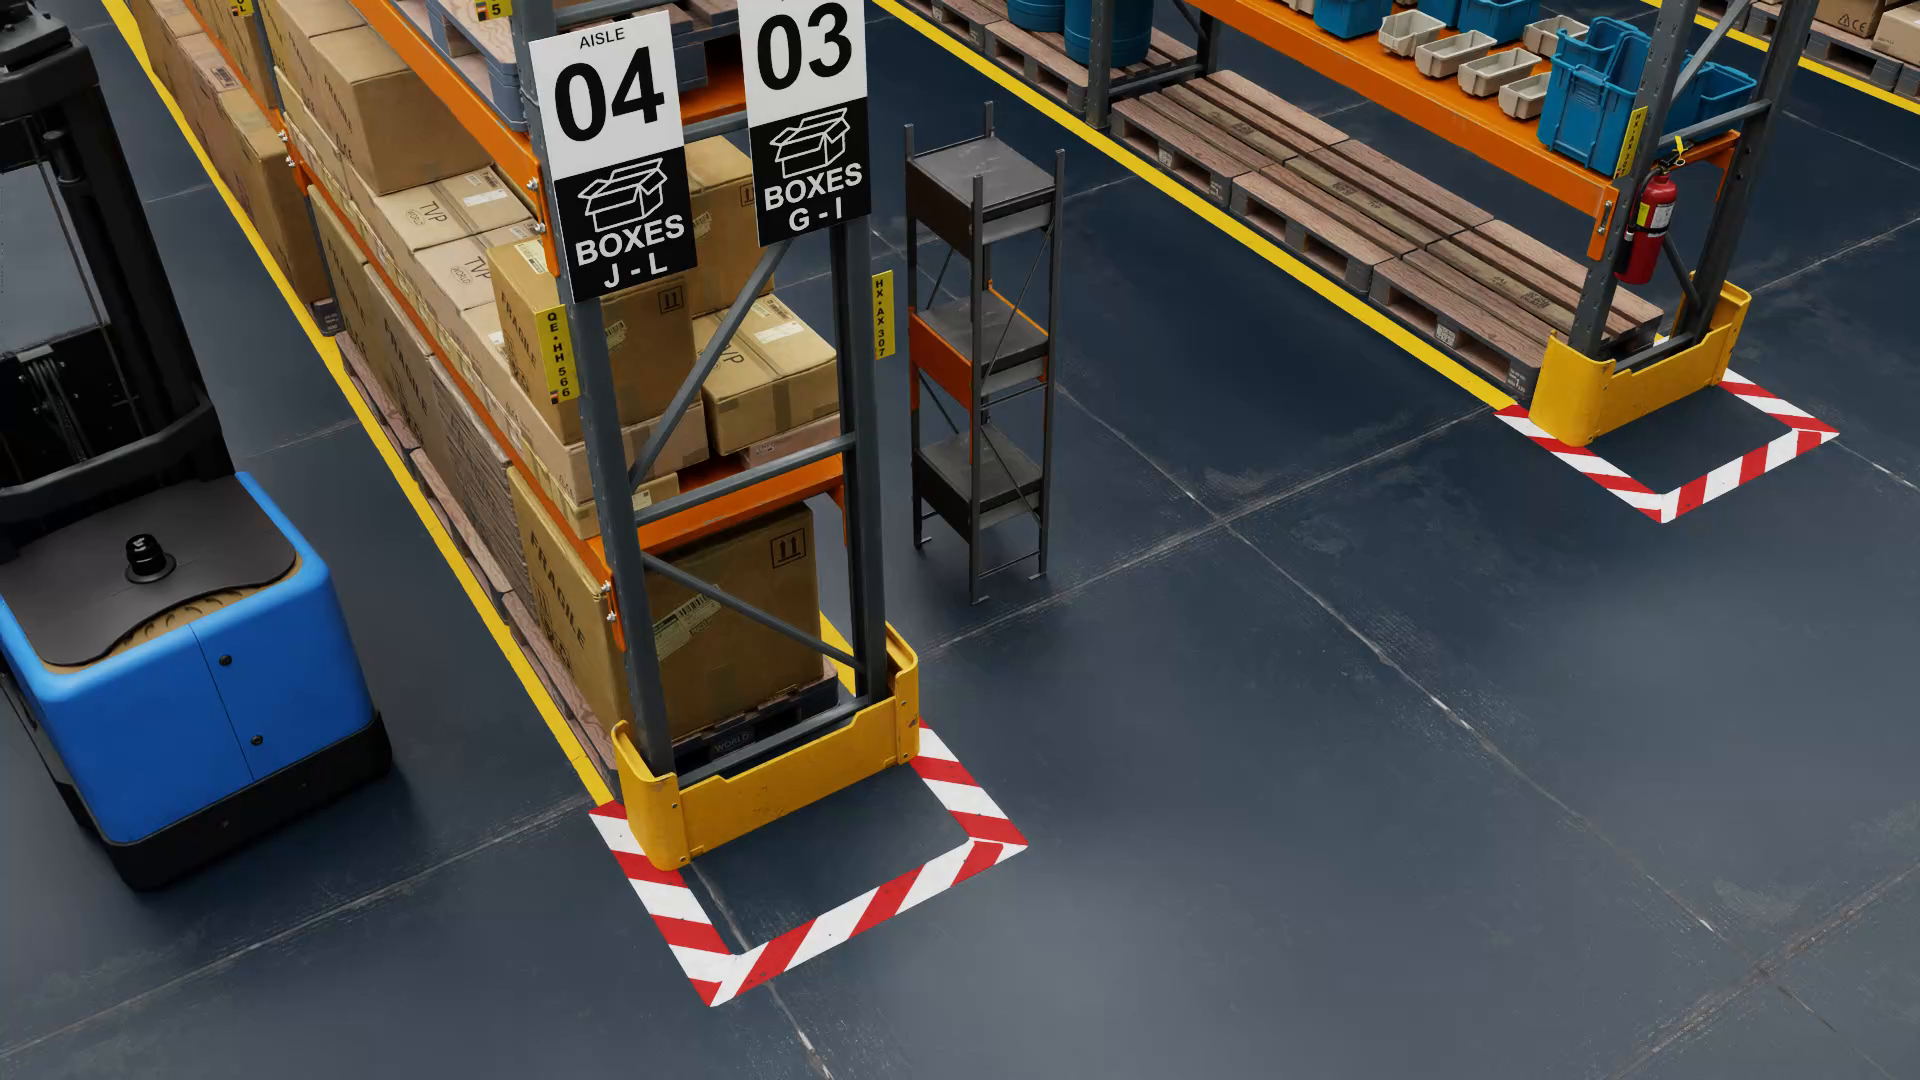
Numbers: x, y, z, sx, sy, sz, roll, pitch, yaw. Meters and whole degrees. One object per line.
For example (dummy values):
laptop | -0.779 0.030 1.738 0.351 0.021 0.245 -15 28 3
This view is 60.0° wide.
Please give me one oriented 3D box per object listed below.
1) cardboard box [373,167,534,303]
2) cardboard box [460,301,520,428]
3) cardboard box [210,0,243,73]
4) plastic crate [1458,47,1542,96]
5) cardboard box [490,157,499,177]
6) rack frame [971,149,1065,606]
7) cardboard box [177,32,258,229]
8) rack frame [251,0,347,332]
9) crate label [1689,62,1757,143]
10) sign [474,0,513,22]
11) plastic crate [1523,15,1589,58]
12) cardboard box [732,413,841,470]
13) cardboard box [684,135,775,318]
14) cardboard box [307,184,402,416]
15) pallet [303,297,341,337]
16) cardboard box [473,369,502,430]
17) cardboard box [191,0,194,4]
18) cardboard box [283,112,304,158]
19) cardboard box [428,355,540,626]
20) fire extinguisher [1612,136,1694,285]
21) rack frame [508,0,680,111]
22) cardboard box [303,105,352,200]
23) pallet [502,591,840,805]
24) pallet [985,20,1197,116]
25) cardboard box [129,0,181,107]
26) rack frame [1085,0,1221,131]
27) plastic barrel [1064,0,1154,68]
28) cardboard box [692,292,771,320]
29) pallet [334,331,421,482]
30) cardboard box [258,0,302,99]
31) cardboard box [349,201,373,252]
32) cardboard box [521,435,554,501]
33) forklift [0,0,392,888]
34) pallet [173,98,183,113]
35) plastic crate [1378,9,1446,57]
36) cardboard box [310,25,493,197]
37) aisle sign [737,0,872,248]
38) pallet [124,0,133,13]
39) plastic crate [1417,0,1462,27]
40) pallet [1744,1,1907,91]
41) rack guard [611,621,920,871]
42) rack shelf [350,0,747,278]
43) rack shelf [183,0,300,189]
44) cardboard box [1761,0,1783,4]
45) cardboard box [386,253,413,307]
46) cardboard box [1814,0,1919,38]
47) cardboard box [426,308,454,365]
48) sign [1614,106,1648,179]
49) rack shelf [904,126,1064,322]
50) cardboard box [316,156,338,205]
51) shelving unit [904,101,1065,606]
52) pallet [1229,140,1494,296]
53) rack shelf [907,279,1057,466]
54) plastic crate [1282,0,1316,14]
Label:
cardboard box | -2.050 -1.252 6.794 0.500 0.250 0.500 -22 45 -24
cardboard box | -1.493 -0.698 6.129 0.500 0.250 0.500 -23 45 -25
cardboard box | -3.629 -2.822 8.716 0.500 0.500 0.500 -21 44 -23
plastic crate | 2.705 -2.363 8.401 0.396 0.136 0.243 -22 45 -24
cardboard box | -1.873 -1.711 7.345 0.500 0.250 0.500 -21 44 -24
rack frame | 0.220 -0.586 6.813 0.400 2.100 0.015 -22 45 -24
cardboard box | -3.729 -2.522 9.765 1.225 0.875 0.875 -24 45 -26
rack frame | -2.887 -2.356 8.234 1.000 3.000 0.127 -22 45 -24
crate label | 3.585 -2.107 8.019 0.416 0.233 0.303 -22 45 -24
sign | -1.201 -1.480 4.210 0.100 0.325 0.005 -22 45 -24
plastic crate | 3.117 -2.638 8.732 0.250 0.136 0.298 -22 45 -24
cardboard box | -0.649 -0.406 6.090 0.380 0.149 0.250 -22 44 -24
cardboard box | -1.035 -1.164 6.102 0.500 0.500 0.500 -23 45 -25
cardboard box | -2.600 -1.317 8.319 0.875 0.875 0.875 -22 45 -24
pallet | -3.365 -1.675 9.595 1.003 0.211 1.213 -22 45 -24
cardboard box | -1.615 -0.591 6.312 0.380 0.149 0.250 -21 44 -24
cardboard box | -4.181 -3.374 9.378 0.500 0.500 0.500 -22 45 -24
cardboard box | -3.008 -1.985 7.986 0.380 0.149 0.250 -22 45 -24
cardboard box | -1.637 -0.351 7.160 0.875 0.875 0.875 -22 45 -24
fire extinguisher | 3.138 -1.491 7.548 0.296 0.674 0.183 -22 45 -24
rack frame | -0.736 -2.502 3.723 1.000 3.000 0.127 -22 45 -24
cardboard box | -2.592 -1.799 7.450 0.500 0.250 0.500 -22 45 -25
pallet | -1.232 0.470 7.021 1.003 0.211 1.213 -22 45 -24
pallet | 0.909 -3.420 11.690 1.003 0.211 1.213 -22 45 -24
cardboard box | -4.684 -3.480 10.915 1.225 0.875 0.875 -24 46 -26
rack frame | 1.289 -4.061 10.280 1.000 3.000 0.127 -22 45 -24
plastic barrel | 1.011 -3.715 11.177 0.600 0.901 0.708 -22 45 -24
cardboard box | -1.052 -0.884 6.352 0.500 0.250 0.500 -23 45 -25
pallet | -2.544 -0.847 8.602 1.003 0.211 1.213 -22 45 -24
cardboard box | -2.845 -2.354 7.531 0.500 0.500 0.500 -22 45 -24
cardboard box | -2.444 -1.422 7.310 0.380 0.149 0.250 -23 45 -25
cardboard box | -1.346 -0.319 5.986 0.380 0.149 0.250 -22 44 -24
forklift | -3.592 -0.720 6.325 1.130 2.935 3.031 -28 48 -30
pallet | -4.677 -2.992 11.176 1.003 0.211 1.213 -22 45 -24
plastic crate | 2.360 -2.658 8.756 0.298 0.136 0.250 -22 45 -24
cardboard box | -2.303 -1.806 6.874 0.500 0.500 0.500 -24 45 -26
aisle sign | -0.445 -1.260 4.888 0.394 0.787 0.004 -22 45 -24
pallet | -6.109 -4.524 13.014 1.003 0.211 1.213 -22 45 -24
plastic crate | 2.715 -2.980 9.067 0.416 0.233 0.300 -22 45 -24
pallet | 6.496 -3.662 11.980 1.003 0.211 1.213 -22 45 -24
rack guard | -0.723 0.776 6.428 1.175 0.500 0.348 -22 45 -24
rack shelf | -1.812 -2.152 6.209 1.077 0.370 4.000 -22 45 -24
rack shelf | -3.962 -3.159 9.760 1.077 0.370 4.000 -22 45 -24
cardboard box | 5.984 -4.080 12.173 0.380 0.166 0.250 -22 45 -24
cardboard box | -2.169 -1.144 6.976 0.380 0.149 0.250 -24 45 -26
cardboard box | 6.482 -3.961 11.767 0.797 0.503 0.637 -22 45 -24
cardboard box | -1.896 -0.870 6.647 0.380 0.149 0.250 -22 45 -24
sign | 2.985 -1.766 7.399 0.100 0.325 0.005 -22 45 -24
rack shelf | 0.089 -1.245 6.531 0.431 0.518 0.480 -22 45 -24
cardboard box | -2.725 -1.701 7.645 0.380 0.149 0.250 -21 44 -23
shelving unit | 0.089 -0.717 6.971 0.431 2.100 0.503 -22 45 -24
pallet | 2.377 -1.947 9.921 1.003 0.211 1.213 -22 45 -24
rack shelf | 0.089 -0.707 6.979 0.431 0.518 0.480 -22 45 -24
plastic crate | 1.955 -3.151 9.234 0.437 0.282 0.530 -22 45 -24
